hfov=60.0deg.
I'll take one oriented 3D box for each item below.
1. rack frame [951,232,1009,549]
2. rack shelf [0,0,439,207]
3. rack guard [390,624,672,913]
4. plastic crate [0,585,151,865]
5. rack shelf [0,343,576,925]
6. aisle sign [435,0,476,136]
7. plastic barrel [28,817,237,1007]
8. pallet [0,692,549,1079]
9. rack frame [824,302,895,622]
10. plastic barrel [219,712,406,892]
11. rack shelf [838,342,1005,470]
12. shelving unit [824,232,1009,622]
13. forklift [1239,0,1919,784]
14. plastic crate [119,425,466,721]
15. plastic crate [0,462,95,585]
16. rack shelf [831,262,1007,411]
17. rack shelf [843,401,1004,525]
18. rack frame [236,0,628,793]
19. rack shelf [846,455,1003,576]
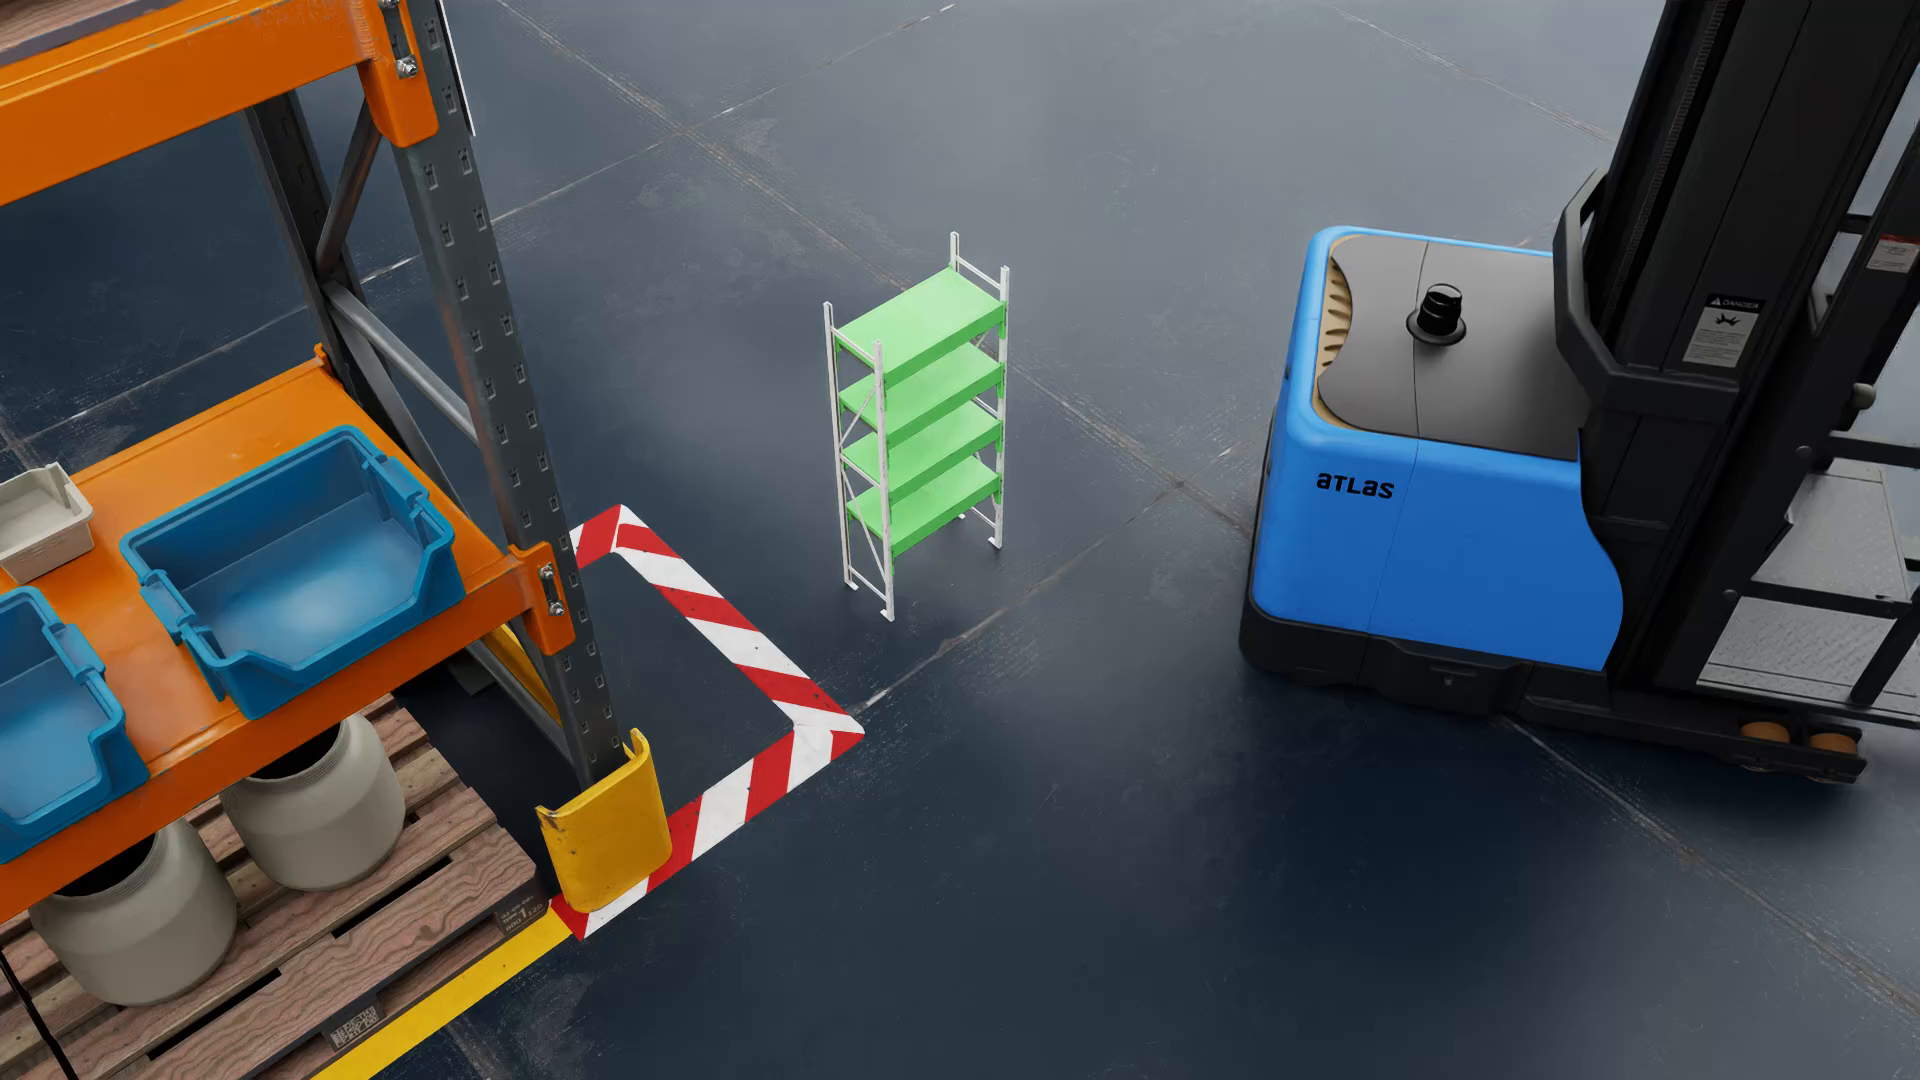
[{"bbox_3d":[0.058,-0.446,5.345,0.015,1.200,0.240,-34,56,-27],"label":"rack frame"},{"bbox_3d":[-2.797,-0.178,2.322,4.000,0.370,1.077,-34,56,-27],"label":"rack shelf"},{"bbox_3d":[-1.341,0.517,4.933,0.348,0.500,1.175,-34,56,-27],"label":"rack guard"},{"bbox_3d":[-1.970,0.385,3.455,0.408,0.251,0.499,-34,56,-27],"label":"plastic crate"},{"bbox_3d":[-2.797,0.839,3.424,4.000,0.370,1.077,-34,56,-27],"label":"rack shelf"},{"bbox_3d":[-1.064,-1.149,3.001,0.004,0.787,0.394,-34,56,-27],"label":"aisle sign"},{"bbox_3d":[-2.123,0.922,4.265,0.421,0.512,0.421,0,47,0],"label":"plastic barrel"},{"bbox_3d":[-1.946,1.014,4.671,1.213,0.211,1.003,-34,56,-27],"label":"pallet"},{"bbox_3d":[-0.303,-0.204,5.122,0.015,1.200,0.240,-34,56,-27],"label":"rack frame"},{"bbox_3d":[-1.752,0.674,4.494,0.421,0.512,0.421,0,47,0],"label":"plastic barrel"},{"bbox_3d":[-0.122,-0.444,5.104,0.480,0.148,0.258,-34,56,-27],"label":"rack shelf"},{"bbox_3d":[-0.122,-0.325,5.234,0.503,1.200,0.258,-34,56,-27],"label":"shelving unit"},{"bbox_3d":[2.468,-0.684,4.387,3.031,2.935,1.130,9,48,8],"label":"forklift"},{"bbox_3d":[-1.486,0.067,3.748,0.616,0.251,0.499,-34,56,-27],"label":"plastic crate"},{"bbox_3d":[-2.195,-0.037,3.922,0.250,0.136,0.298,-34,56,-27],"label":"plastic crate"},{"bbox_3d":[-0.122,-0.607,4.928,0.480,0.148,0.258,-34,56,-27],"label":"rack shelf"},{"bbox_3d":[-0.122,-0.282,5.280,0.480,0.148,0.258,-34,56,-27],"label":"rack shelf"},{"bbox_3d":[-1.317,-0.394,4.072,0.127,3.000,1.000,-34,56,-27],"label":"rack frame"},{"bbox_3d":[-0.122,-0.119,5.457,0.480,0.148,0.258,-34,56,-27],"label":"rack shelf"}]
